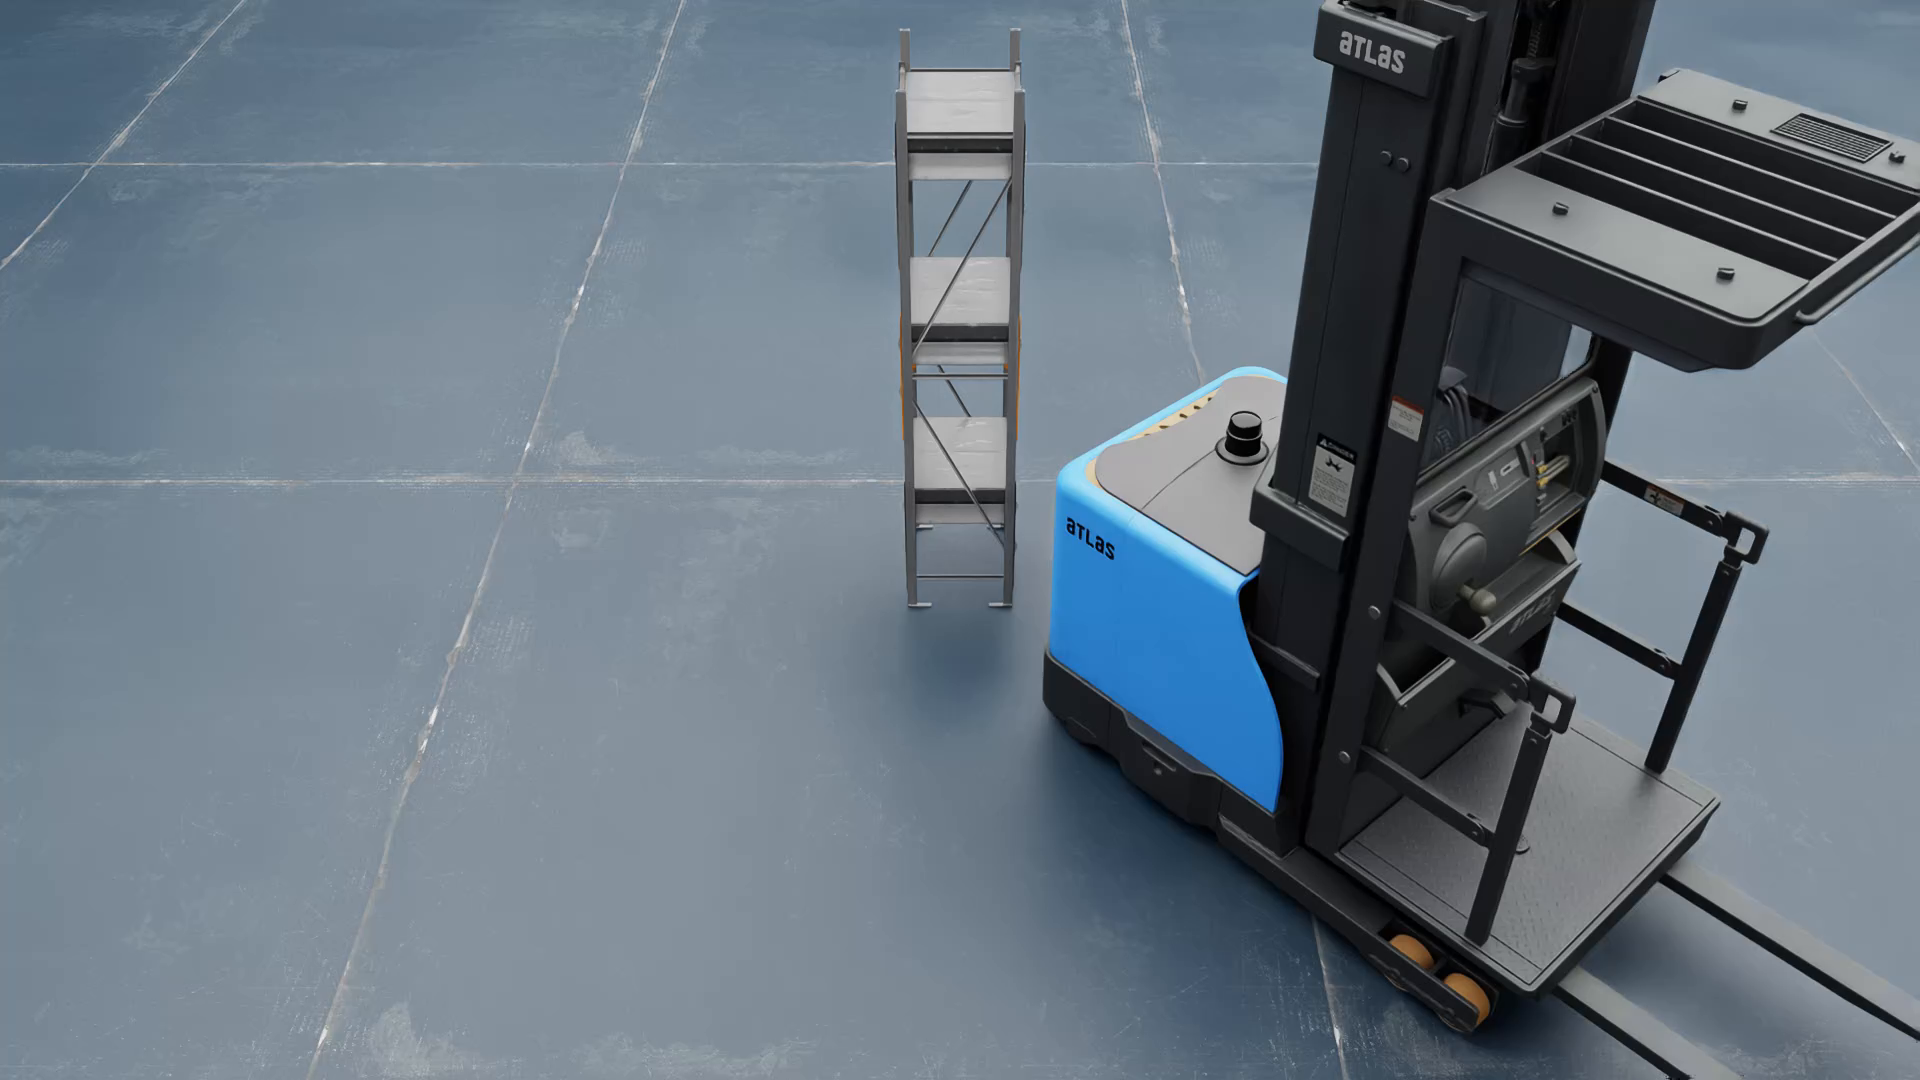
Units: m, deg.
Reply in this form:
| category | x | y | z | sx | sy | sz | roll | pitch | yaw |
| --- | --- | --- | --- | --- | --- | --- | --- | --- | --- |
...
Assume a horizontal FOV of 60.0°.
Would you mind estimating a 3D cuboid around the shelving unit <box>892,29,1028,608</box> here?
| category | x | y | z | sx | sy | sz | roll | pitch | yaw |
| --- | --- | --- | --- | --- | --- | --- | --- | --- | --- |
| shelving unit | 0.000 | -0.716 | 5.964 | 0.431 | 2.100 | 0.503 | 0 | 39 | 0 |

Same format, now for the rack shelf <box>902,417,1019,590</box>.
| category | x | y | z | sx | sy | sz | roll | pitch | yaw |
| --- | --- | --- | --- | --- | --- | --- | --- | --- | --- |
| rack shelf | 0.000 | -0.159 | 6.410 | 0.431 | 0.518 | 0.480 | 0 | 39 | 0 |

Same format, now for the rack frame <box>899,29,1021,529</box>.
| category | x | y | z | sx | sy | sz | roll | pitch | yaw |
| --- | --- | --- | --- | --- | --- | --- | --- | --- | --- |
| rack frame | 0.000 | -0.868 | 6.155 | 0.400 | 2.100 | 0.015 | 0 | 39 | 0 |

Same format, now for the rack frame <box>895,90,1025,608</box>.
| category | x | y | z | sx | sy | sz | roll | pitch | yaw |
| --- | --- | --- | --- | --- | --- | --- | --- | --- | --- |
| rack frame | 0.000 | -0.563 | 5.774 | 0.400 | 2.100 | 0.015 | 0 | 39 | 0 |

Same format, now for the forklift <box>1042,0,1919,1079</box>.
| category | x | y | z | sx | sy | sz | roll | pitch | yaw |
| --- | --- | --- | --- | --- | --- | --- | --- | --- | --- |
| forklift | 1.659 | -0.055 | 4.474 | 1.130 | 2.935 | 3.031 | -30 | 47 | -32 |

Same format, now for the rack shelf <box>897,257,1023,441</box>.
| category | x | y | z | sx | sy | sz | roll | pitch | yaw |
| --- | --- | --- | --- | --- | --- | --- | --- | --- | --- |
| rack shelf | 0.000 | -0.705 | 5.973 | 0.431 | 0.518 | 0.480 | 0 | 39 | 0 |

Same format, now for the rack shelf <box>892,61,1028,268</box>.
| category | x | y | z | sx | sy | sz | roll | pitch | yaw |
| --- | --- | --- | --- | --- | --- | --- | --- | --- | --- |
| rack shelf | 0.000 | -1.251 | 5.535 | 0.431 | 0.518 | 0.480 | 0 | 39 | 0 |
